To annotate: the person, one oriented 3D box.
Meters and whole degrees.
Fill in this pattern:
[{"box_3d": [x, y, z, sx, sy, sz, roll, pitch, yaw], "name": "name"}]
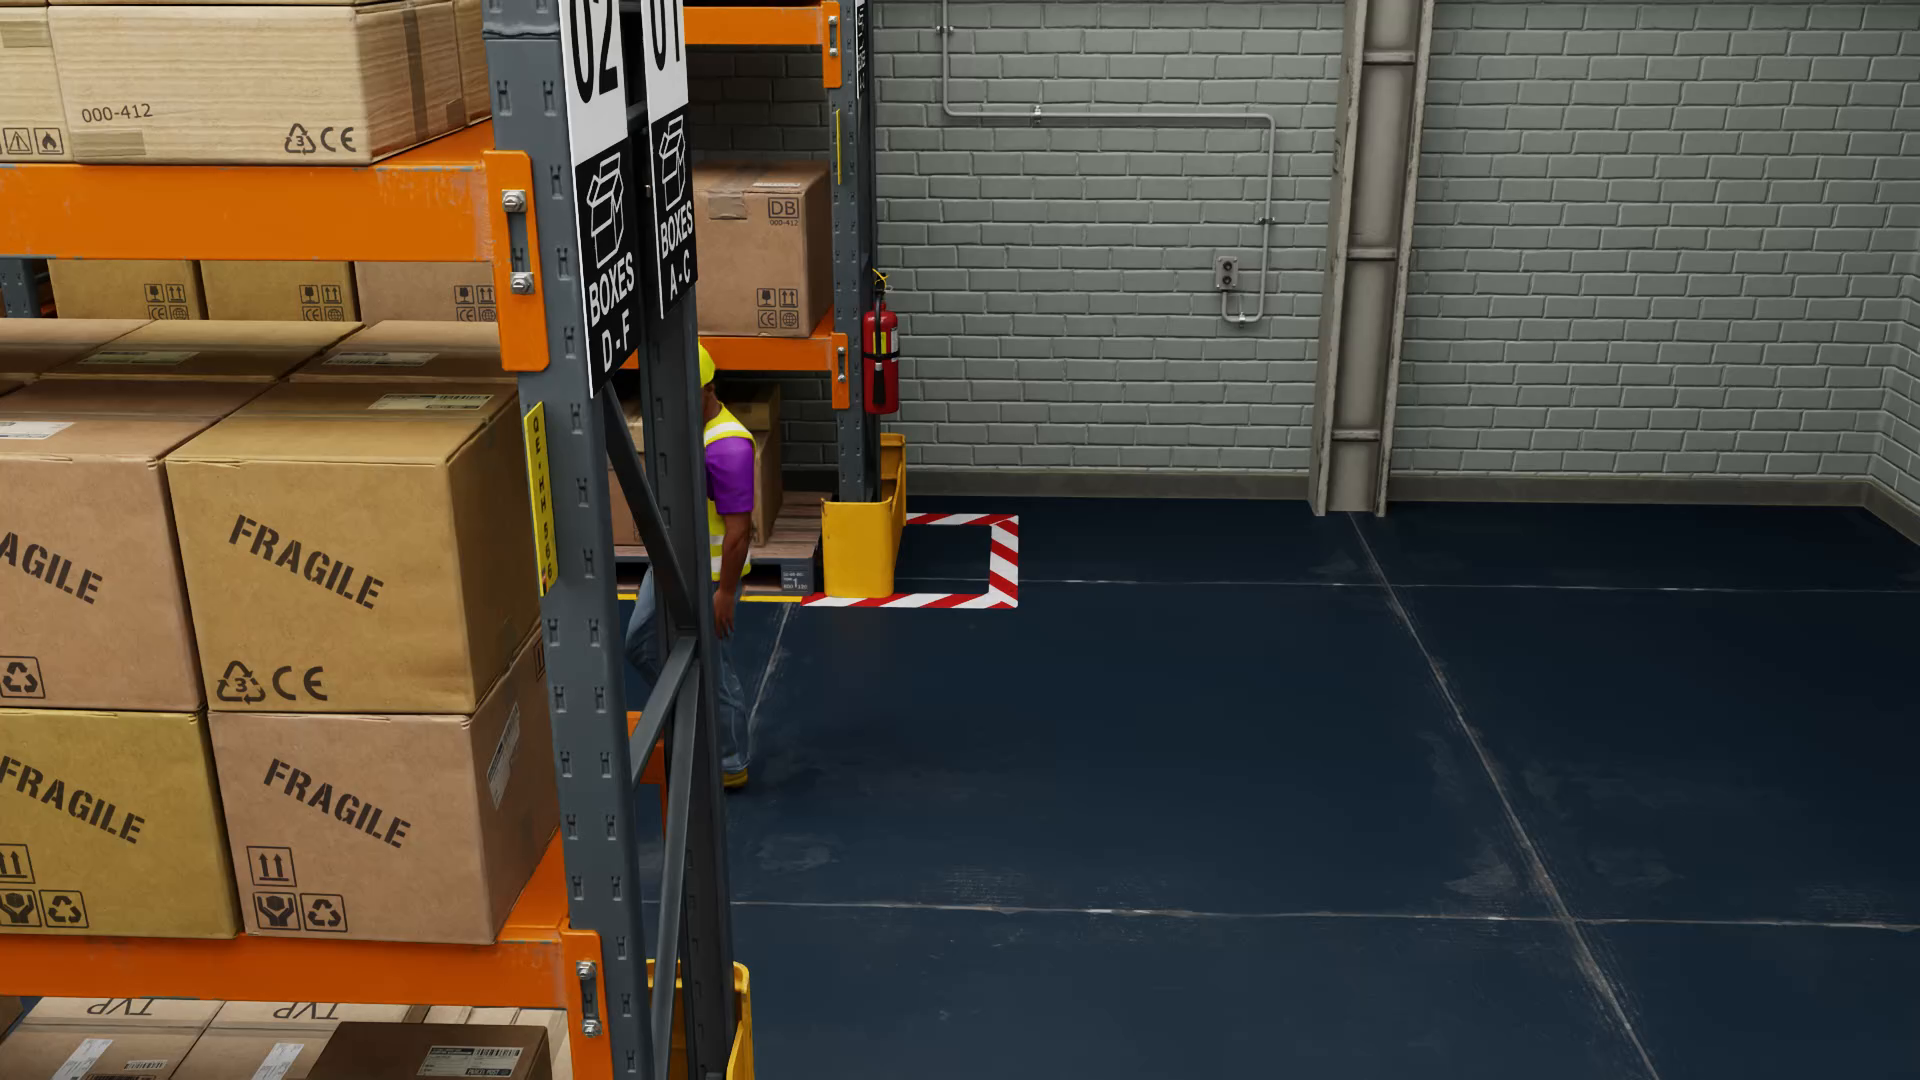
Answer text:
[{"box_3d": [-0.997, 0.145, 6.170, 0.438, 1.820, 0.610, -12, 24, -29], "name": "person"}]
